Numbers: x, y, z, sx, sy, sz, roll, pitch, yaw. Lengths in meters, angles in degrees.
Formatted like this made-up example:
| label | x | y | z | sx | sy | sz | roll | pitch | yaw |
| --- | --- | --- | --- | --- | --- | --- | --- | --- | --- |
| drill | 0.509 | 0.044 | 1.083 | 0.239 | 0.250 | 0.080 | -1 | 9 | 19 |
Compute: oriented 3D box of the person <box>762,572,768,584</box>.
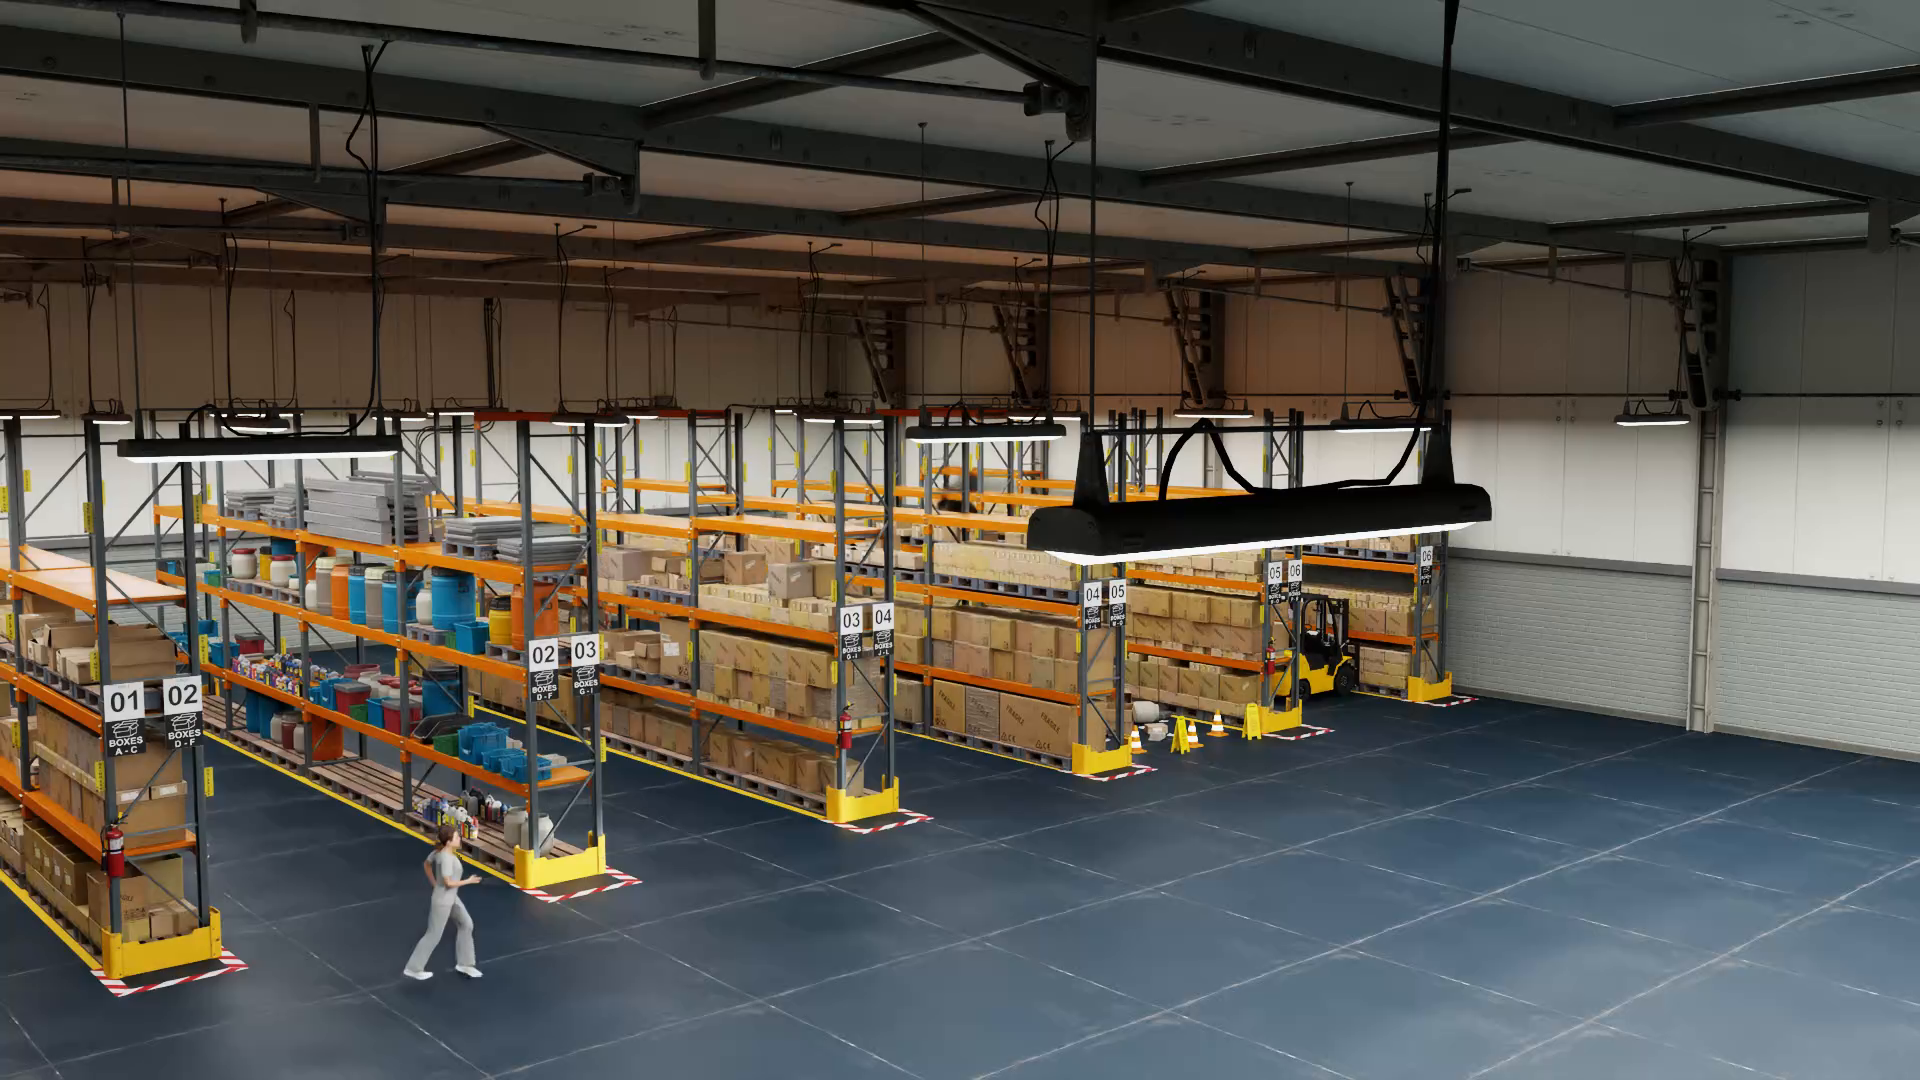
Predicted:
| label | x | y | z | sx | sy | sz | roll | pitch | yaw |
| --- | --- | --- | --- | --- | --- | --- | --- | --- | --- |
| person | -5.160 | 1.601 | 44.489 | 0.726 | 1.644 | 0.680 | -1 | 5 | -15 |

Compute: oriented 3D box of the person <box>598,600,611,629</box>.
| label | x | y | z | sx | sy | sz | roll | pitch | yaw |
| --- | --- | --- | --- | --- | --- | --- | --- | --- | --- |
| person | -8.121 | 2.180 | 37.365 | 0.652 | 1.802 | 0.643 | -4 | 7 | -41 |

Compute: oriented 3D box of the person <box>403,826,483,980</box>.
| label | x | y | z | sx | sy | sz | roll | pitch | yaw |
| --- | --- | --- | --- | --- | --- | --- | --- | --- | --- |
| person | -5.560 | 3.928 | 17.867 | 0.837 | 1.714 | 0.512 | -1 | 5 | -12 |
